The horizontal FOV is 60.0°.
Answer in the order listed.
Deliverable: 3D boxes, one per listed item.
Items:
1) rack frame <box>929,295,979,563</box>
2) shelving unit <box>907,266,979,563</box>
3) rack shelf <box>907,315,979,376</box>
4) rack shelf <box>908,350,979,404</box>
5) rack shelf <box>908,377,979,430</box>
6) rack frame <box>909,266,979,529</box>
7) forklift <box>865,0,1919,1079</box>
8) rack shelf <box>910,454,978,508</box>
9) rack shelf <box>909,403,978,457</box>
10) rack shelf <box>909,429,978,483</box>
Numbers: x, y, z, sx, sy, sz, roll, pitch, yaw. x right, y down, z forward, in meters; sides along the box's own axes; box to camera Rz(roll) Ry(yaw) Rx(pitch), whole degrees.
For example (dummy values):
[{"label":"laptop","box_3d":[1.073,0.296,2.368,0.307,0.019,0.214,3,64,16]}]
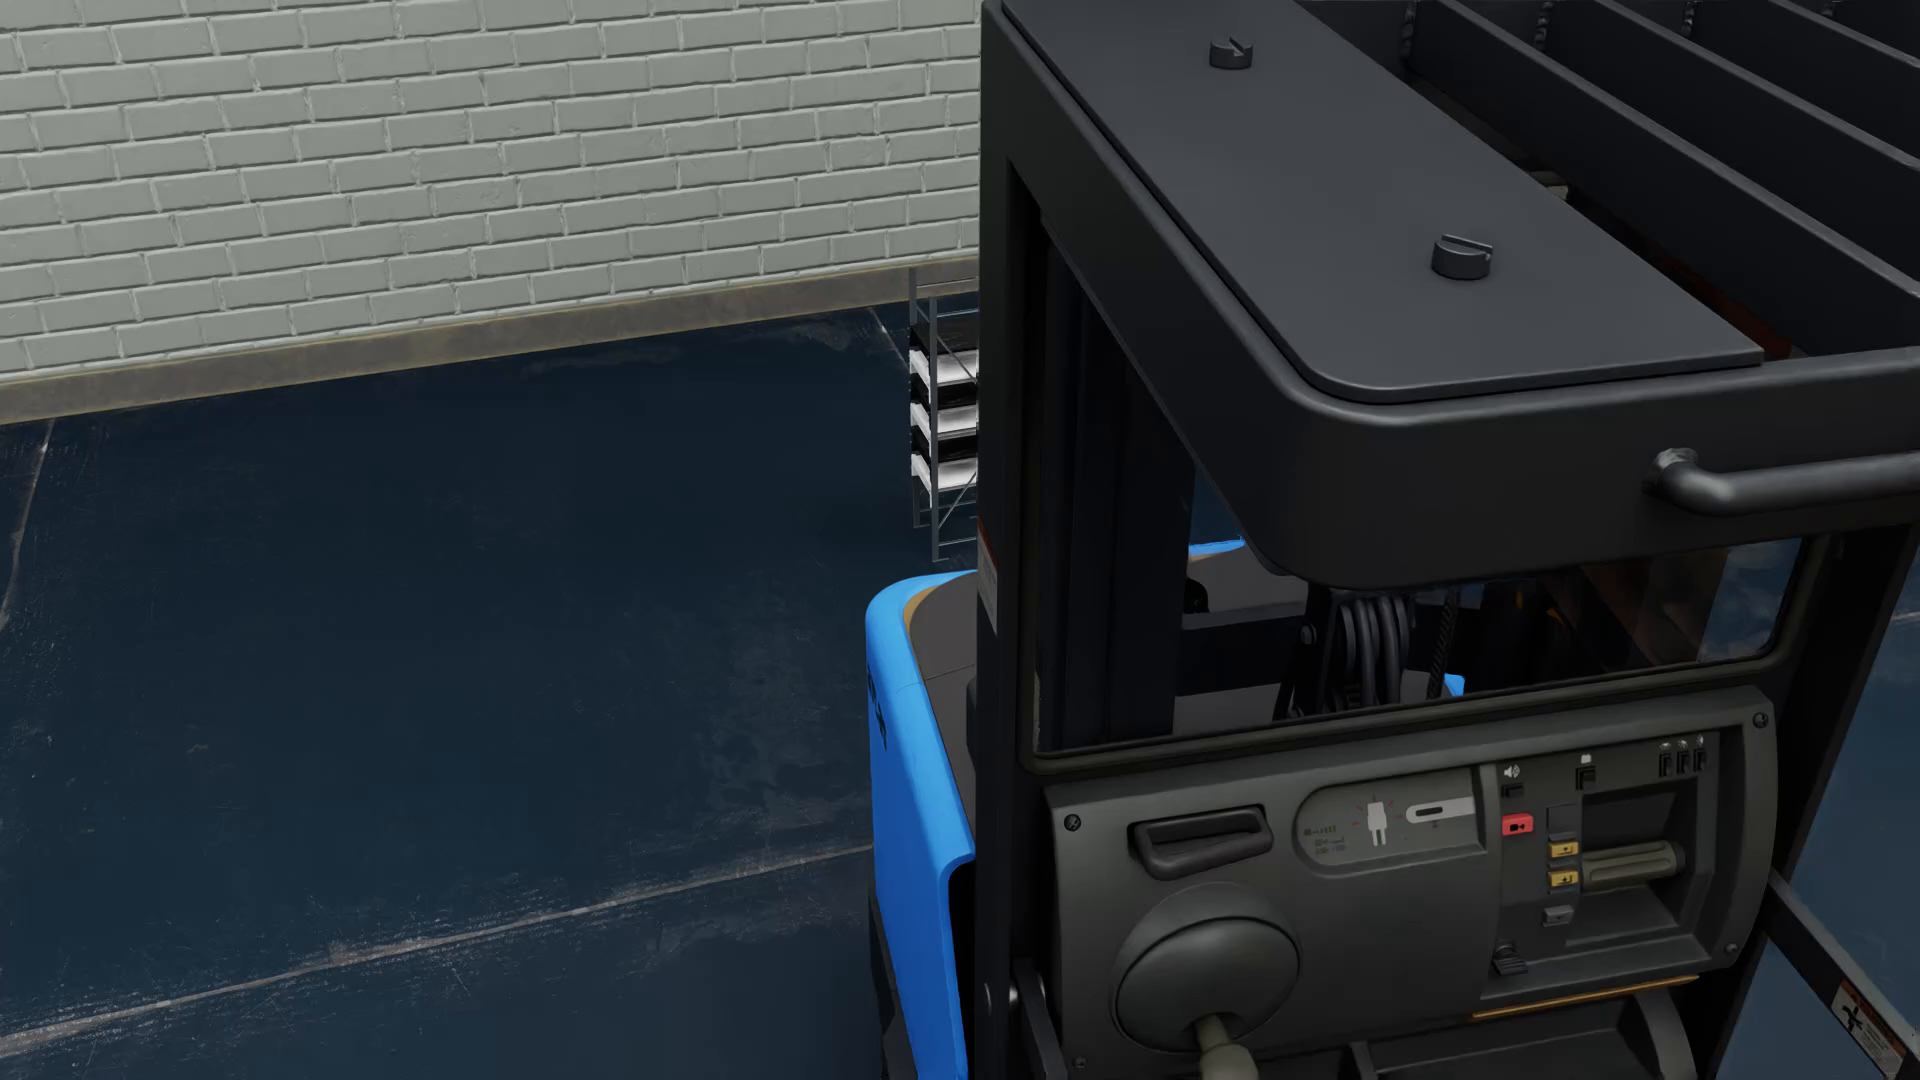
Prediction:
[{"label":"rack frame","box_3d":[0.029,-0.326,4.928,0.240,0.900,0.006,-10,35,-15]},{"label":"shelving unit","box_3d":[-0.002,-0.380,5.008,0.258,0.900,0.210,-10,35,-15]},{"label":"rack shelf","box_3d":[-0.002,-0.577,4.878,0.258,0.077,0.200,-10,35,-15]},{"label":"rack shelf","box_3d":[-0.002,-0.502,4.928,0.258,0.077,0.200,-10,35,-15]},{"label":"rack shelf","box_3d":[-0.002,-0.427,4.977,0.258,0.077,0.200,-10,35,-15]},{"label":"rack frame","box_3d":[-0.033,-0.433,5.089,0.240,0.900,0.006,-10,35,-15]},{"label":"forklift","box_3d":[0.611,0.489,1.851,1.130,2.935,3.031,-7,34,-10]},{"label":"rack shelf","box_3d":[-0.002,-0.202,5.126,0.258,0.077,0.200,-10,35,-15]},{"label":"rack shelf","box_3d":[-0.002,-0.352,5.027,0.258,0.077,0.200,-10,35,-15]},{"label":"rack shelf","box_3d":[-0.002,-0.277,5.076,0.258,0.077,0.200,-10,35,-15]}]
